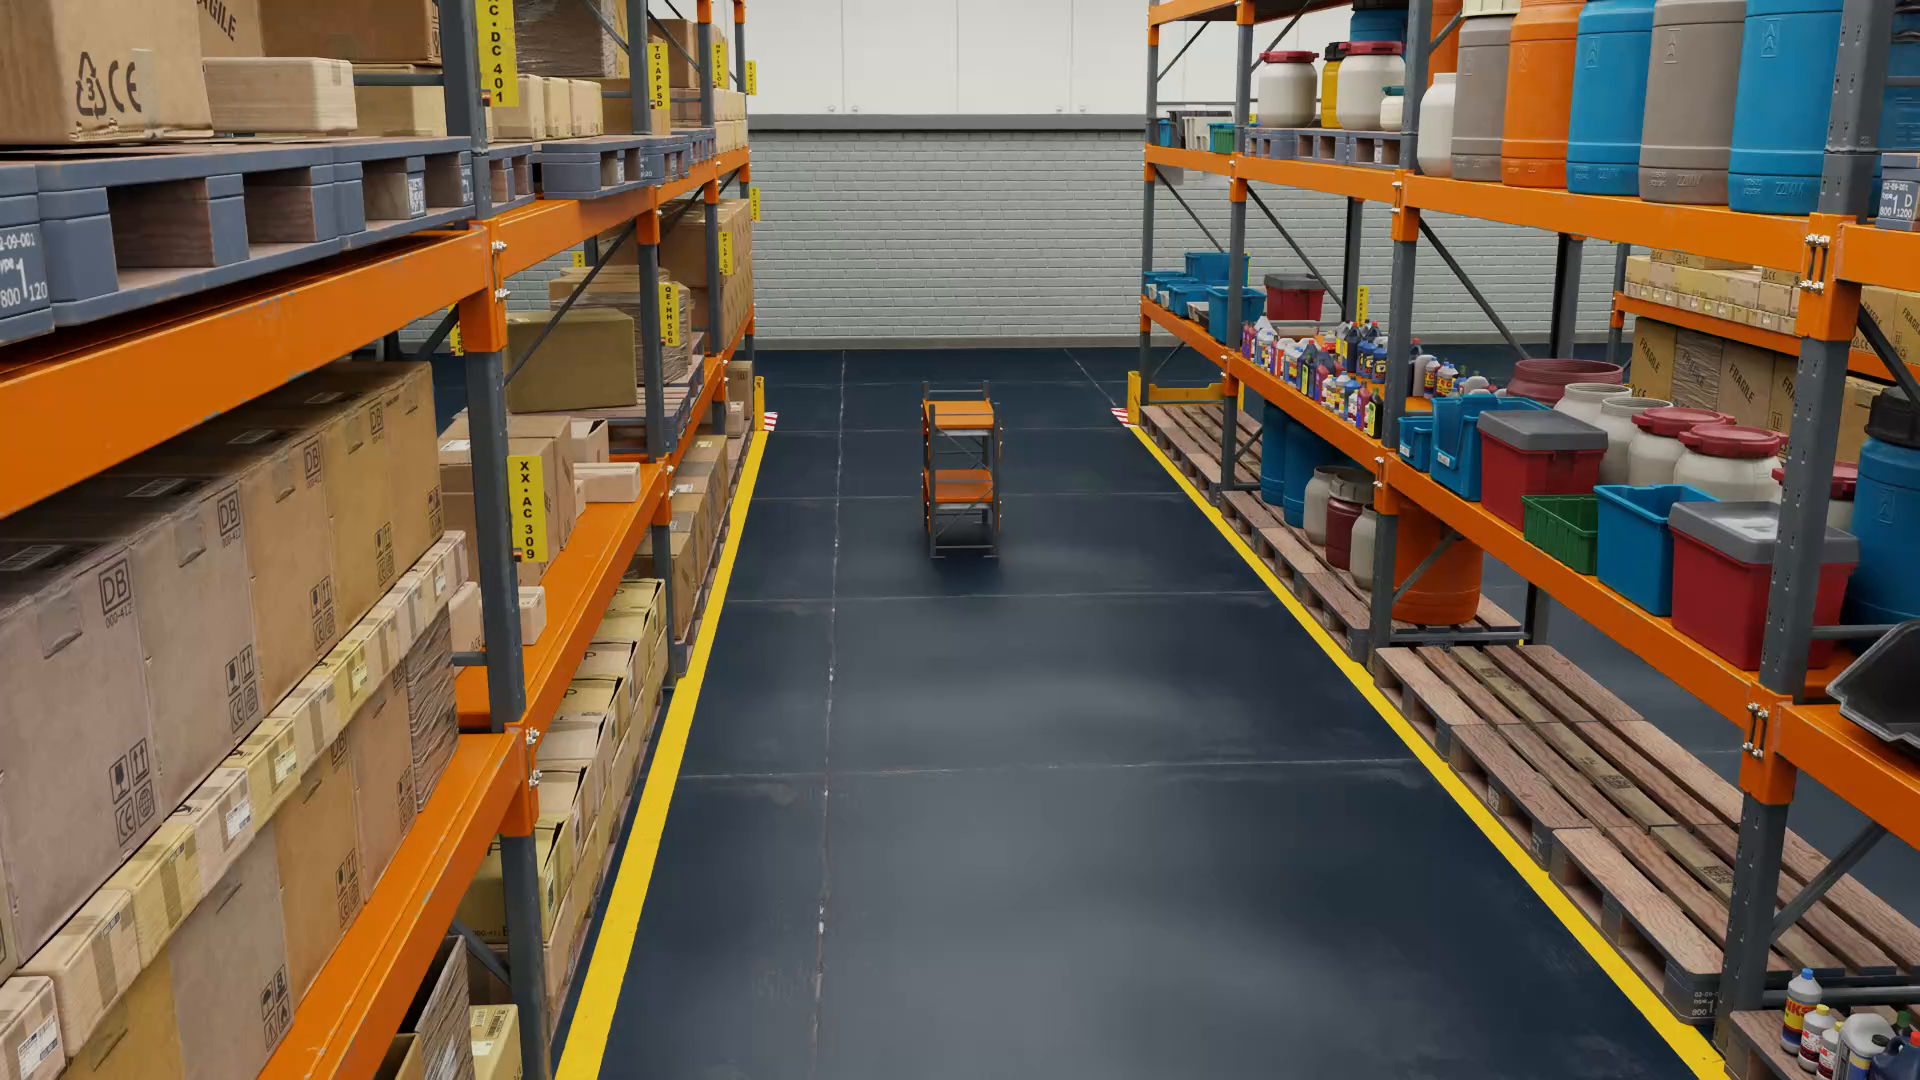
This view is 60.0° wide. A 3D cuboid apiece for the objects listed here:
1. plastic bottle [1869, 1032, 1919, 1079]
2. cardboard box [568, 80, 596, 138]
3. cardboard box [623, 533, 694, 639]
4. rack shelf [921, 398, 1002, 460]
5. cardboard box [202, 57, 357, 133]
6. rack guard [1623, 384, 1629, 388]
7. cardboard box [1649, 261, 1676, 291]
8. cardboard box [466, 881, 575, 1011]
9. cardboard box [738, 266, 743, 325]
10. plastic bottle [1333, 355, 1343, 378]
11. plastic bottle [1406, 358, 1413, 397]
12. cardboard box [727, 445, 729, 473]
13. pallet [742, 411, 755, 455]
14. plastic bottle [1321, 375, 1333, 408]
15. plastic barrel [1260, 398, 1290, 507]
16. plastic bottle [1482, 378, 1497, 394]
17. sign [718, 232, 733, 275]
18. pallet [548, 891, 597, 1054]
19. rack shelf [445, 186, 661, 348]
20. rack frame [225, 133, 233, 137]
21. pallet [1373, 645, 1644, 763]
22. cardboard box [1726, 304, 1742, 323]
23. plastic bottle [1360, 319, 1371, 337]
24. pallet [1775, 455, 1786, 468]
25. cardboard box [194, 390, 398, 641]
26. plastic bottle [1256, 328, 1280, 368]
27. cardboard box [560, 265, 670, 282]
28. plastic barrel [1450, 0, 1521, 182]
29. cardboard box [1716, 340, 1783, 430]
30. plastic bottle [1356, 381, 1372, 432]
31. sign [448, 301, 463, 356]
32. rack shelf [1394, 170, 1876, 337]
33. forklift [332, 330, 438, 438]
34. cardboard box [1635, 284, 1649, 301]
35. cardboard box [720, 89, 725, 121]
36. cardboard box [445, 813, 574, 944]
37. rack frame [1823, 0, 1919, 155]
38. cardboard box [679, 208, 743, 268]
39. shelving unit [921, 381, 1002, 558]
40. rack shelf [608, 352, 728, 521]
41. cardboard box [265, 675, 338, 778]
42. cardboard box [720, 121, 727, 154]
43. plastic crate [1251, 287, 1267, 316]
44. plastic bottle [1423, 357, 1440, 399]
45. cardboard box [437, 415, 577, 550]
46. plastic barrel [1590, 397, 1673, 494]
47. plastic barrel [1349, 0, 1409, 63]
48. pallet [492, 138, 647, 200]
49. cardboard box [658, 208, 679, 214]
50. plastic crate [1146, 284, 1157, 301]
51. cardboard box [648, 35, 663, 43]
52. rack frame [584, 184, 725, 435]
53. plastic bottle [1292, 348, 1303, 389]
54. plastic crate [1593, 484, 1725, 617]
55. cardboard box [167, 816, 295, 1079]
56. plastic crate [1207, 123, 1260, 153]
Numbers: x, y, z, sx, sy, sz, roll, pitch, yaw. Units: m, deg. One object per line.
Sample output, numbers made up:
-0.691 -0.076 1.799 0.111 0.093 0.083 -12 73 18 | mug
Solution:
2.735 1.576 4.813 0.144 0.351 0.185 0 14 -2 | plastic bottle
-1.958 -1.961 7.567 0.500 0.250 0.500 0 14 -2 | cardboard box
-1.836 0.260 9.629 0.500 0.500 0.500 0 14 -1 | cardboard box
0.000 -0.830 12.320 0.538 0.278 1.000 -1 14 -3 | rack shelf
-1.497 -0.931 3.487 0.380 0.149 0.250 -1 14 -3 | cardboard box
7.298 -1.557 17.573 1.175 0.500 0.348 -1 14 -3 | rack guard
7.098 -2.580 16.238 0.500 0.250 0.500 -1 14 -4 | cardboard box
-1.623 1.399 5.744 0.500 0.250 0.500 -1 14 -5 | cardboard box
-2.197 -2.172 14.748 0.500 0.500 0.500 -1 14 -4 | cardboard box
2.462 -1.065 10.881 0.061 0.283 0.133 -1 14 -3 | plastic bottle
2.912 -1.133 11.009 0.144 0.351 0.185 -1 14 -3 | plastic bottle
-2.151 -0.633 13.481 0.500 0.311 0.500 -1 14 -3 | cardboard box
-2.533 -1.042 16.152 1.003 0.211 1.213 -1 14 -3 | pallet
2.355 -0.949 10.593 0.097 0.201 0.097 0 14 0 | plastic bottle
2.620 -0.742 12.757 0.600 0.901 0.708 -1 14 -3 | plastic barrel
3.172 -0.834 9.981 0.061 0.283 0.133 -1 14 -3 | plastic bottle
-1.787 -2.185 12.674 0.100 0.325 0.005 -1 14 -3 | sign
-1.930 1.543 6.106 1.003 0.211 1.213 -1 14 -3 | pallet
-1.969 -1.227 6.698 1.077 0.370 4.000 -1 14 -3 | rack shelf
-7.532 -2.532 16.347 1.000 3.000 0.127 -1 14 -3 | rack frame
2.861 0.848 8.805 1.003 0.211 1.213 -1 14 -3 | pallet
7.121 -2.035 14.921 0.380 0.149 0.250 -1 14 -4 | cardboard box
2.987 -1.443 12.213 0.144 0.351 0.185 -1 14 -3 | plastic bottle
7.578 -0.606 14.460 1.003 0.211 1.213 -1 14 -3 | pallet
-1.779 -0.066 3.958 0.700 0.500 0.500 -1 14 -4 | cardboard box
2.275 -1.418 12.267 0.152 0.276 0.135 -1 14 -3 | plastic bottle
-2.535 -1.745 12.246 0.700 0.500 0.500 -6 16 -22 | cardboard box
2.686 -2.183 7.966 0.600 0.901 0.600 0 14 0 | plastic barrel
7.530 -1.330 15.098 0.875 0.875 0.875 -1 14 -3 | cardboard box
2.386 -0.790 9.812 0.061 0.283 0.133 -1 14 -3 | plastic bottle
-2.634 -1.131 8.739 0.100 0.325 0.005 -1 14 -3 | sign
2.975 -1.302 6.992 1.077 0.370 4.000 -1 14 -3 | rack shelf
-4.559 -1.291 11.662 1.130 2.935 3.031 -1 14 -5 | forklift
7.009 -2.483 16.659 0.380 0.149 0.250 -1 14 -4 | cardboard box
-2.156 -3.486 13.332 0.500 0.250 0.500 -1 14 -3 | cardboard box
-1.622 1.125 5.684 0.500 0.311 0.500 -1 14 -3 | cardboard box
3.099 -2.606 4.595 1.000 3.000 0.127 -1 14 -3 | rack frame
-2.186 -2.653 14.612 0.500 0.500 0.500 0 14 -2 | cardboard box
0.000 -0.546 12.393 0.538 1.125 1.048 -1 14 -3 | shelving unit
-2.217 -0.769 10.938 1.077 0.370 4.000 -1 14 -3 | rack shelf
-1.537 0.393 3.478 0.380 0.149 0.250 0 14 -2 | cardboard box
-2.151 -3.244 13.395 0.500 0.250 0.500 -1 14 -3 | cardboard box
2.693 -2.044 14.570 0.437 0.282 0.530 -1 14 -3 | plastic crate
3.096 -1.062 10.893 0.097 0.271 0.097 0 14 0 | plastic bottle
-1.973 -0.251 7.282 0.500 0.500 0.500 -2 15 -6 | cardboard box
3.154 -0.392 7.806 0.421 0.512 0.421 0 14 0 | plastic barrel
2.862 -3.167 10.946 0.600 0.901 0.708 -1 14 -3 | plastic barrel
-1.889 -1.535 6.834 1.003 0.211 1.213 0 14 -1 | pallet
-2.726 -2.647 14.587 0.500 0.500 0.500 -1 14 -4 | cardboard box
1.980 -2.439 16.394 0.250 0.136 0.298 -1 14 -3 | plastic crate
-2.319 -3.075 11.195 0.600 0.600 0.600 -1 14 -4 | cardboard box
-2.341 -1.615 12.782 1.000 3.000 0.127 -1 14 -3 | rack frame
2.309 -1.165 11.294 0.097 0.271 0.097 0 14 0 | plastic bottle
2.720 0.038 6.392 0.392 0.384 0.575 -1 14 -3 | plastic crate
-1.712 0.820 3.118 0.700 0.500 0.500 0 14 -2 | cardboard box
2.228 -3.283 13.583 0.416 0.233 0.300 -1 14 -3 | plastic crate
